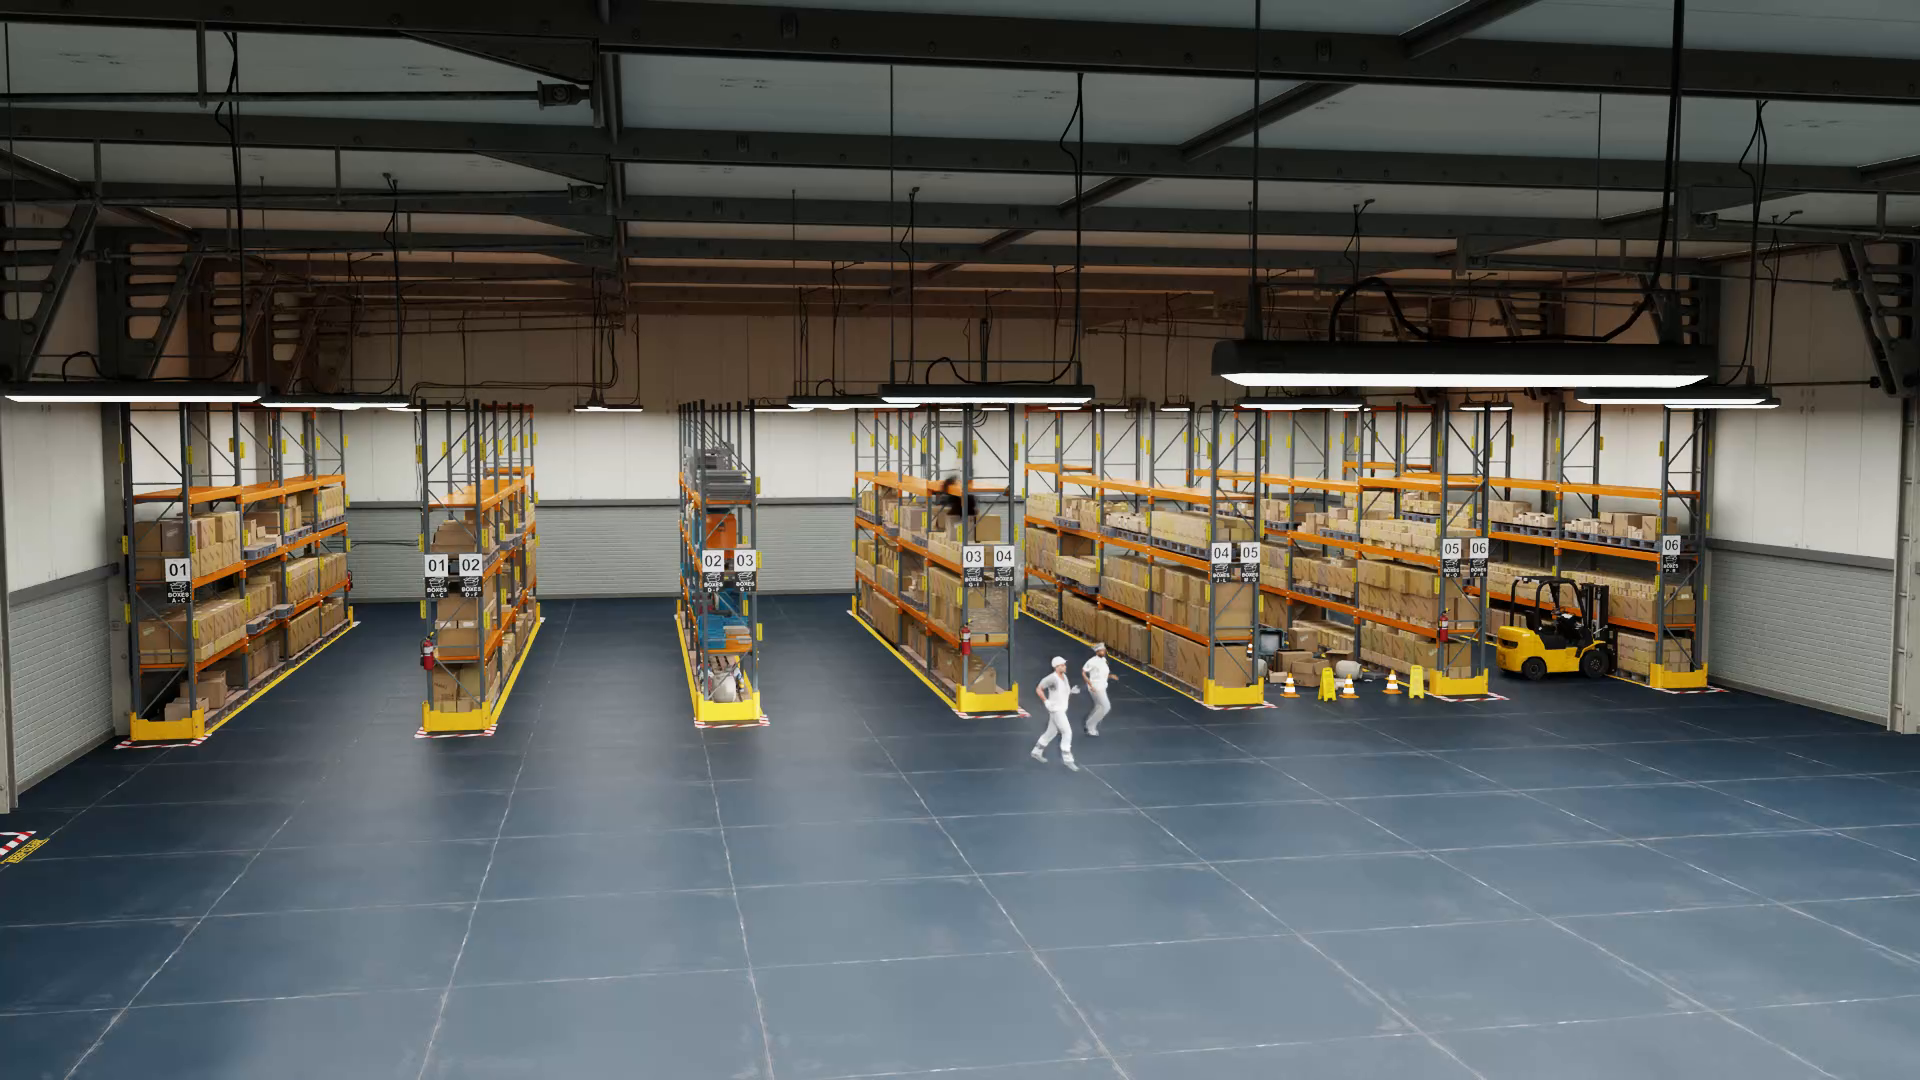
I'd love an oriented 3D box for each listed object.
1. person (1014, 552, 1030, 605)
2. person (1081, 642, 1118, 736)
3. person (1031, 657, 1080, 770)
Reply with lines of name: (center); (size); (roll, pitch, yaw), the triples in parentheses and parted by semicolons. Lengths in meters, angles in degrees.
person: (1.904, 1.170, 49.762); (0.493, 1.635, 0.658); (-1, 4, -16)
person: (2.507, 2.647, 29.651); (0.624, 1.675, 0.555); (3, 5, 31)
person: (1.562, 2.796, 26.982); (0.845, 1.838, 0.623); (2, 5, 19)
